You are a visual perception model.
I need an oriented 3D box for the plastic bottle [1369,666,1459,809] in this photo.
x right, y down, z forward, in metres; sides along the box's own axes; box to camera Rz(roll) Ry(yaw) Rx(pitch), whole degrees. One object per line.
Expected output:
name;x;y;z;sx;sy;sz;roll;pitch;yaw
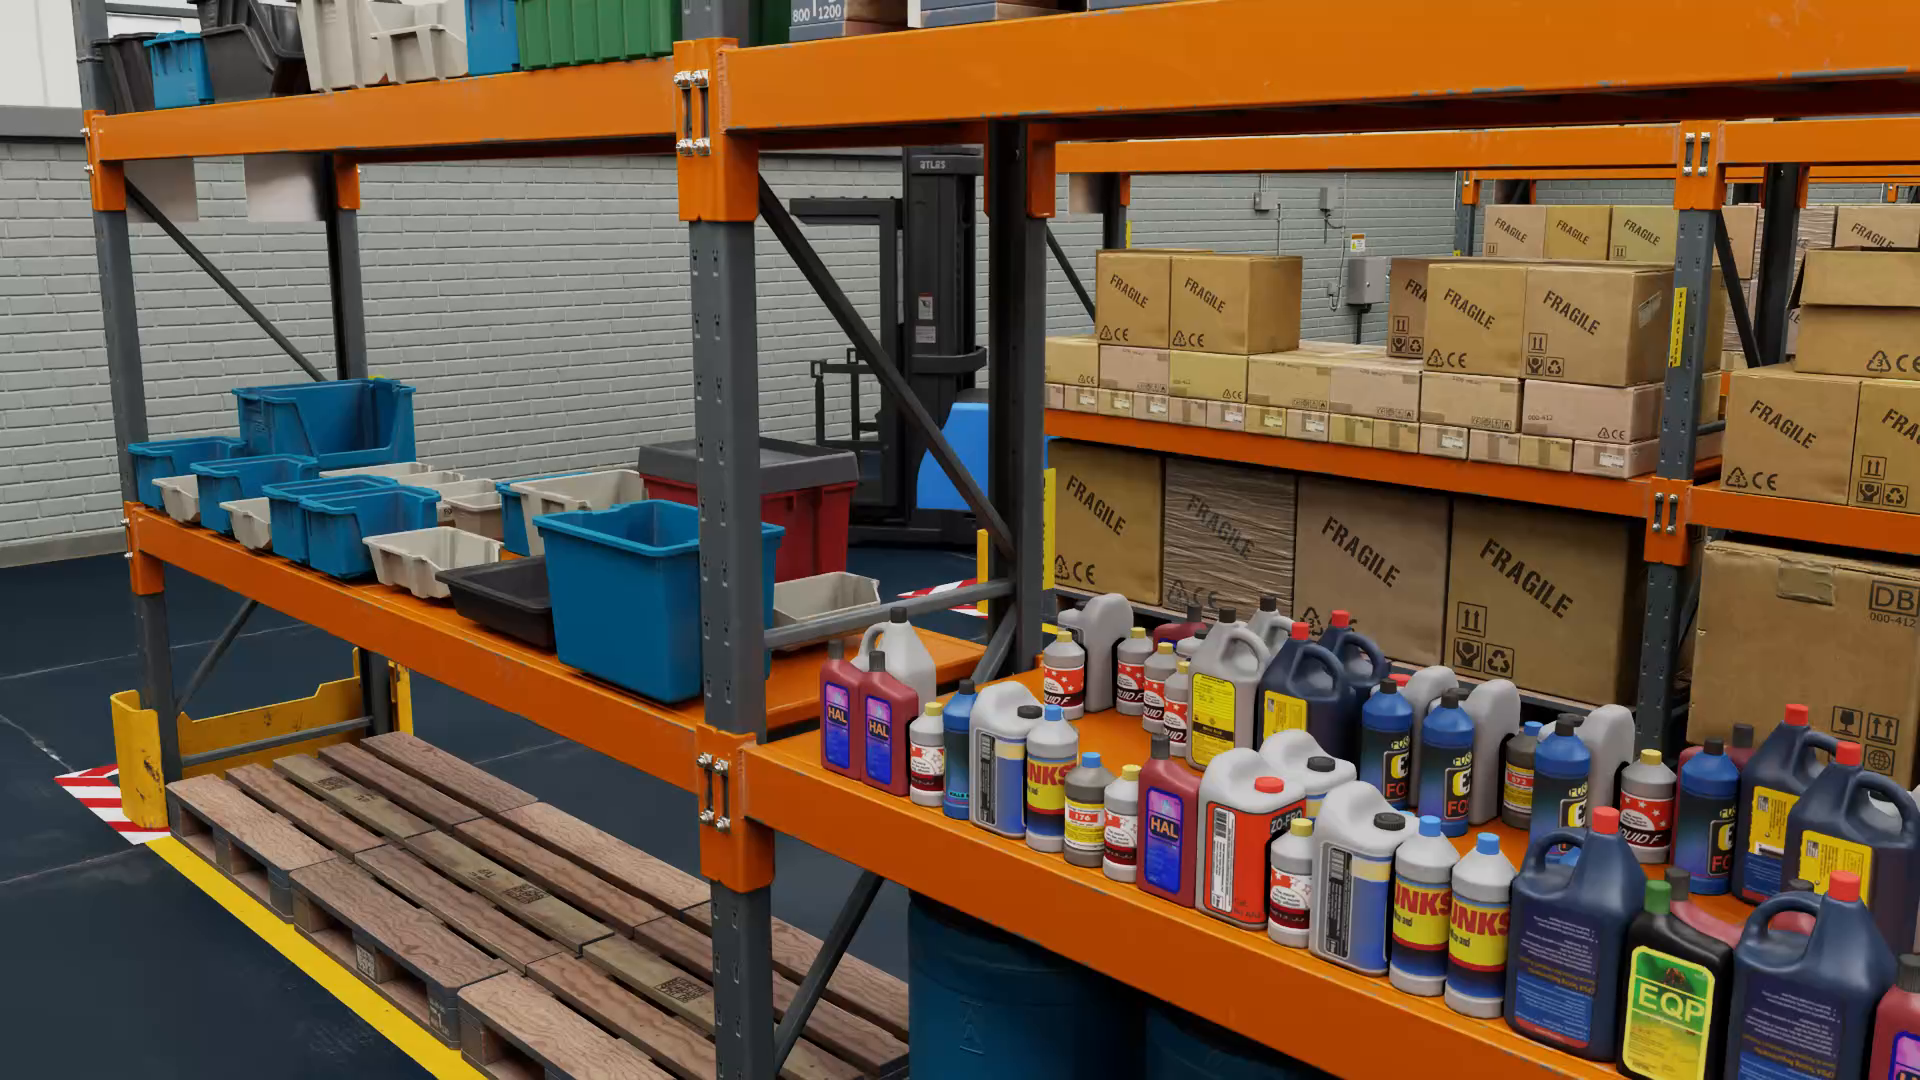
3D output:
plastic bottle;0.923;0.387;3.405;0.152;0.276;0.135;-11;16;-43

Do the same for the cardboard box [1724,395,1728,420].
cardboard box;8.332;-1.336;16.772;0.875;0.438;0.875;11;16;43

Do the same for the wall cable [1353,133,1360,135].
wall cable;6.259;-6.702;22.550;2.988;3.039;0.133;-11;16;-43

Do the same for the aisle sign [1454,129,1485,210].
aisle sign;4.027;-3.005;13.123;0.394;0.787;0.004;-11;16;-43

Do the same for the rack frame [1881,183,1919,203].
rack frame;11.392;-3.160;20.316;1.000;3.000;0.127;-11;16;-43

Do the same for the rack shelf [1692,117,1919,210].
rack shelf;4.780;-1.328;5.773;1.077;0.370;4.000;-11;16;-43

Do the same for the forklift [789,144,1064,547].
forklift;-0.654;-1.481;12.334;3.031;2.935;1.130;2;12;11

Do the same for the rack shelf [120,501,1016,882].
rack shelf;-1.564;0.248;5.559;1.077;0.370;4.000;-11;16;-43

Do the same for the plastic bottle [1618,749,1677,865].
plastic bottle;1.276;0.490;3.090;0.097;0.201;0.097;0;12;0

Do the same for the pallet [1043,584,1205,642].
pallet;1.246;0.385;10.021;1.003;0.211;1.213;-11;16;-43

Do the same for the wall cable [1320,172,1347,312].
wall cable;4.911;-3.984;21.799;0.588;1.984;0.122;-11;16;-43

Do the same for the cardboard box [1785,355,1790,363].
cardboard box;5.785;-1.256;11.698;0.380;0.149;0.250;-11;16;-43

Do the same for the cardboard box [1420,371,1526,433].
cardboard box;2.545;-0.678;7.905;0.500;0.250;0.500;-10;15;-41

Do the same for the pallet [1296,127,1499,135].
pallet;2.003;-2.228;8.576;1.003;0.211;1.213;-11;16;-43

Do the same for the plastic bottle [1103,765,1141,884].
plastic bottle;0.308;0.508;3.006;0.097;0.201;0.097;0;12;0

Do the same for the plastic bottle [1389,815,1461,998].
plastic bottle;0.721;0.561;2.576;0.097;0.271;0.097;0;12;0

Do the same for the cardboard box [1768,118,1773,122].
cardboard box;5.834;-2.758;11.301;0.500;0.250;0.500;-11;16;-43

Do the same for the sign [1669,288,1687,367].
sign;2.999;-0.888;6.948;0.100;0.325;0.005;-11;16;-43

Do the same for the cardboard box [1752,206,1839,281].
cardboard box;5.832;-2.046;11.446;0.500;0.500;0.500;-10;16;-41

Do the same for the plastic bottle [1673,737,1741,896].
plastic bottle;1.325;0.484;2.947;0.097;0.271;0.097;0;12;0

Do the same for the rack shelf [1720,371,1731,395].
rack shelf;5.675;-1.119;12.192;1.077;0.370;4.000;-11;16;-43

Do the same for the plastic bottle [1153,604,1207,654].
plastic bottle;0.516;0.284;3.888;0.061;0.283;0.133;-11;16;-43

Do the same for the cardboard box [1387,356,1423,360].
cardboard box;2.562;-0.828;8.633;0.500;0.250;0.500;-10;16;-41

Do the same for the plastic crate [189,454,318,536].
plastic crate;-2.558;-0.166;6.050;0.416;0.233;0.300;-11;16;-43

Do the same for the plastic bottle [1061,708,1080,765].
plastic bottle;0.191;0.438;3.342;0.097;0.201;0.097;0;12;0

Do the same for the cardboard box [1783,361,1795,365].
cardboard box;3.920;-0.522;7.263;0.500;0.500;0.500;-11;16;-42

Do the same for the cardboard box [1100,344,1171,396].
cardboard box;1.137;-0.976;9.352;0.500;0.250;0.500;-11;16;-43

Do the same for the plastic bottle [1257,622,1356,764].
plastic bottle;0.712;0.347;3.416;0.144;0.351;0.185;-11;16;-43

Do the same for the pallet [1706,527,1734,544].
pallet;5.720;-0.085;12.300;1.003;0.211;1.213;-11;16;-43

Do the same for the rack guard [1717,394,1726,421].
rack guard;7.788;-1.247;17.225;1.175;0.500;0.348;-11;16;-43

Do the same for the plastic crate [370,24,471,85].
plastic crate;-1.337;-1.285;4.437;0.293;0.136;0.466;-11;16;-43

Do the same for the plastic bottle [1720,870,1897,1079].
plastic bottle;1.122;0.600;2.189;0.144;0.351;0.185;-11;16;-43

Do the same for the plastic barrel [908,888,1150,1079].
plastic barrel;0.180;1.091;3.842;0.600;0.901;0.708;-11;16;-43

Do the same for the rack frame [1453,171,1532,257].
rack frame;4.294;-1.763;13.536;1.000;3.000;0.127;-11;16;-43

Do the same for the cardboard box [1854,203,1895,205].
cardboard box;8.593;-3.085;15.617;0.380;0.149;0.250;-11;16;-42

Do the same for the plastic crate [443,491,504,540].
plastic crate;-1.634;-0.081;5.875;0.298;0.136;0.250;-11;16;-43

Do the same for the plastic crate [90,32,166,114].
plastic crate;-2.881;-1.707;6.152;0.497;0.269;0.590;-11;16;-43

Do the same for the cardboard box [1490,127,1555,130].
cardboard box;4.419;-3.058;12.758;0.500;0.250;0.500;-10;15;-41

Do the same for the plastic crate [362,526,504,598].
plastic crate;-1.603;0.075;5.120;0.293;0.136;0.466;-11;16;-43

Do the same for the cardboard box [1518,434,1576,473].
cardboard box;2.773;-0.416;7.622;0.380;0.149;0.250;-10;16;-41

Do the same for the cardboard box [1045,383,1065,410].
cardboard box;0.643;-0.866;9.804;0.380;0.149;0.250;-11;16;-42

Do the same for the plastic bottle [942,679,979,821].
plastic bottle;0.014;0.411;3.301;0.097;0.271;0.097;0;12;0

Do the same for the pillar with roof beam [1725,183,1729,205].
pillar with roof beam;7.068;-6.017;19.318;9.100;9.000;0.400;-11;16;-43

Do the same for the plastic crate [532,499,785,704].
plastic crate;-0.752;0.145;4.165;0.392;0.384;0.575;-11;16;-43

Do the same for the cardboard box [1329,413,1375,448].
cardboard box;2.064;-0.566;8.349;0.380;0.149;0.250;-11;16;-43

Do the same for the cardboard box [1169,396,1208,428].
cardboard box;1.354;-0.716;9.077;0.380;0.149;0.250;-11;16;-44

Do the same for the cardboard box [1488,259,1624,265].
cardboard box;2.919;-1.121;8.195;0.500;0.500;0.500;-11;16;-43

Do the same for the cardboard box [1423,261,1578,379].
cardboard box;2.545;-1.046;7.831;0.500;0.500;0.500;-11;16;-42

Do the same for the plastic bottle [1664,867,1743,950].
plastic bottle;1.026;0.607;2.322;0.061;0.283;0.133;-11;16;-43

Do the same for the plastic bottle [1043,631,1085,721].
plastic bottle;0.246;0.317;3.931;0.097;0.201;0.097;0;12;0

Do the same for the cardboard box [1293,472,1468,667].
cardboard box;2.380;0.093;8.751;0.875;0.875;0.875;-11;16;-43

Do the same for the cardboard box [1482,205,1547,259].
cardboard box;4.412;-2.345;12.898;0.500;0.500;0.500;-11;16;-43
